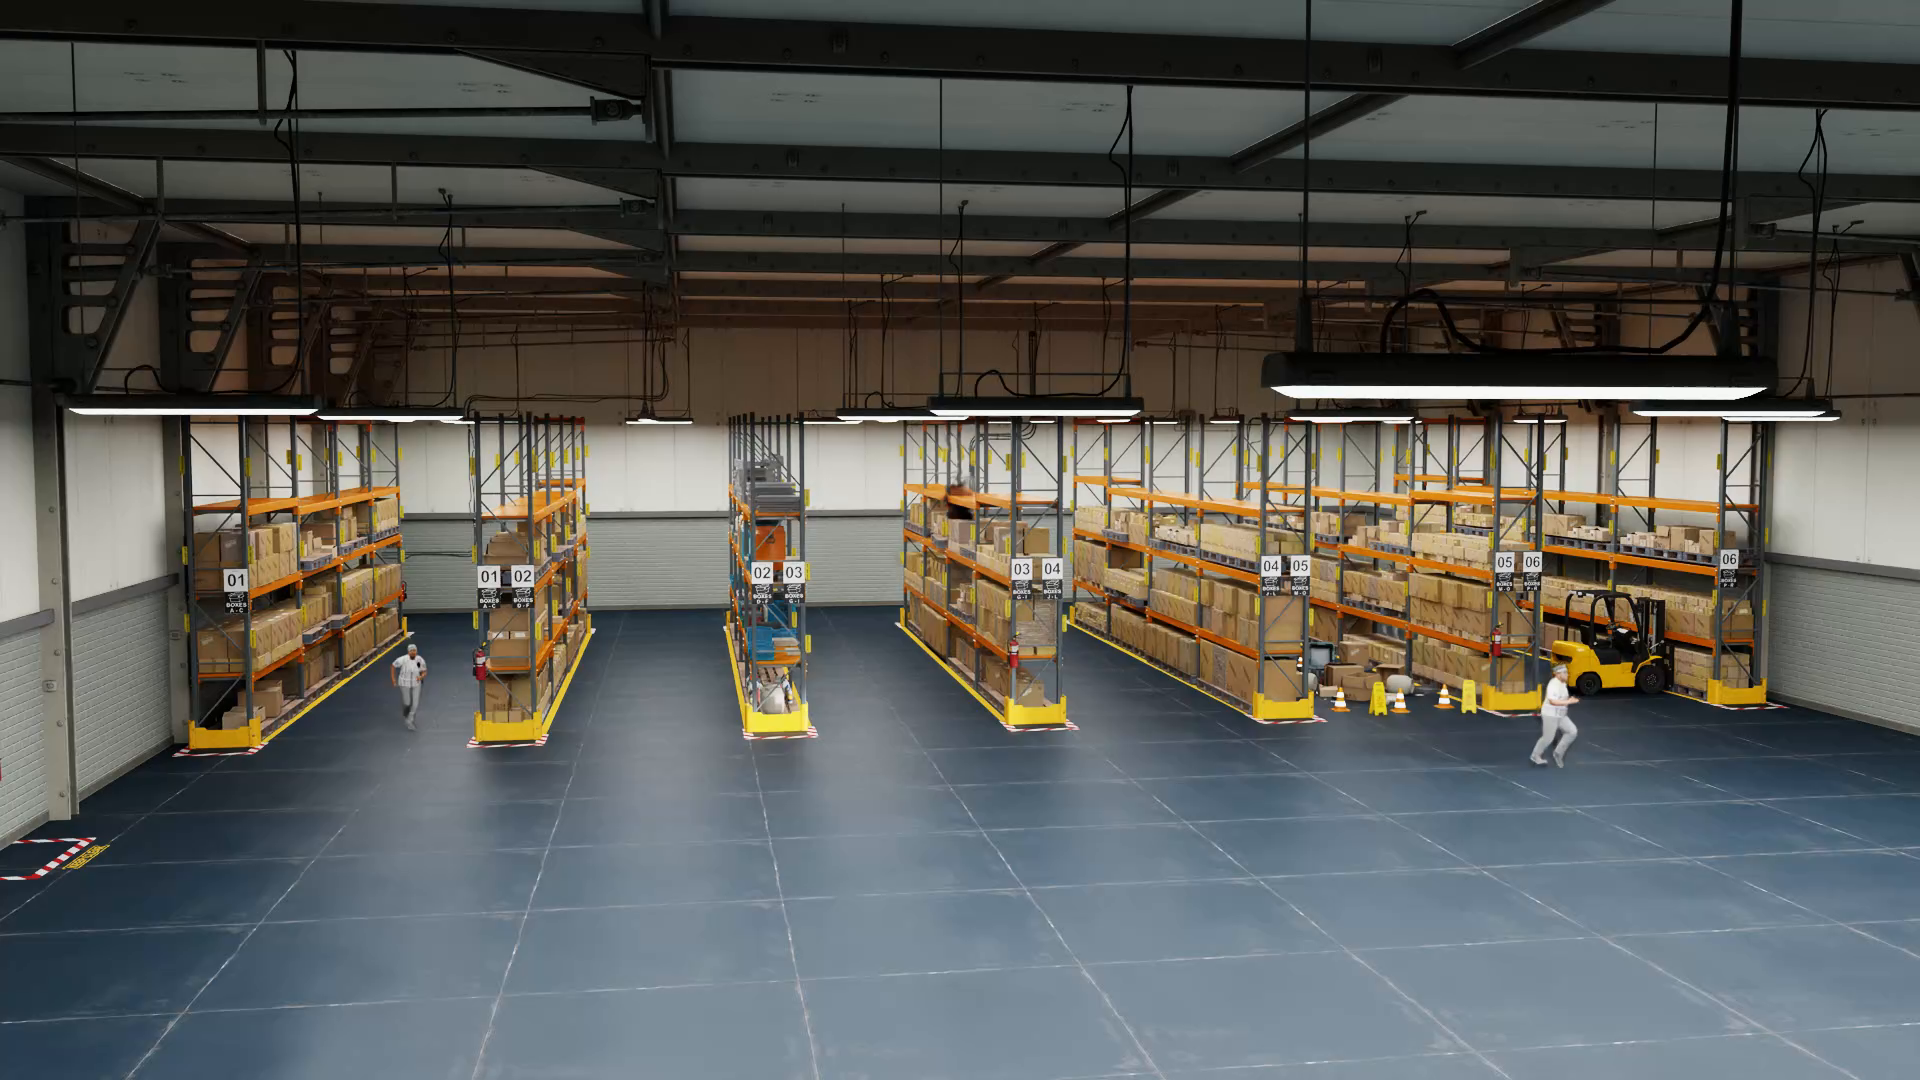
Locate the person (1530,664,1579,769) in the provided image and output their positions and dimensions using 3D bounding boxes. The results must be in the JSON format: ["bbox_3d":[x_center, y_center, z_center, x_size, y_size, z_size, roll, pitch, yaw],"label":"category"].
[{"bbox_3d":[9.992,2.947,27.899,0.835,1.781,0.693,3,5,41],"label":"person"}]

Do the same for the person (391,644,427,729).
[{"bbox_3d":[-10.436,2.786,31.556,0.645,1.619,0.623,-2,4,-27],"label":"person"}]

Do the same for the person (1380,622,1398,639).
[{"bbox_3d":[11.260,1.906,43.582,0.596,1.740,0.720,-1,4,-15],"label":"person"}]
